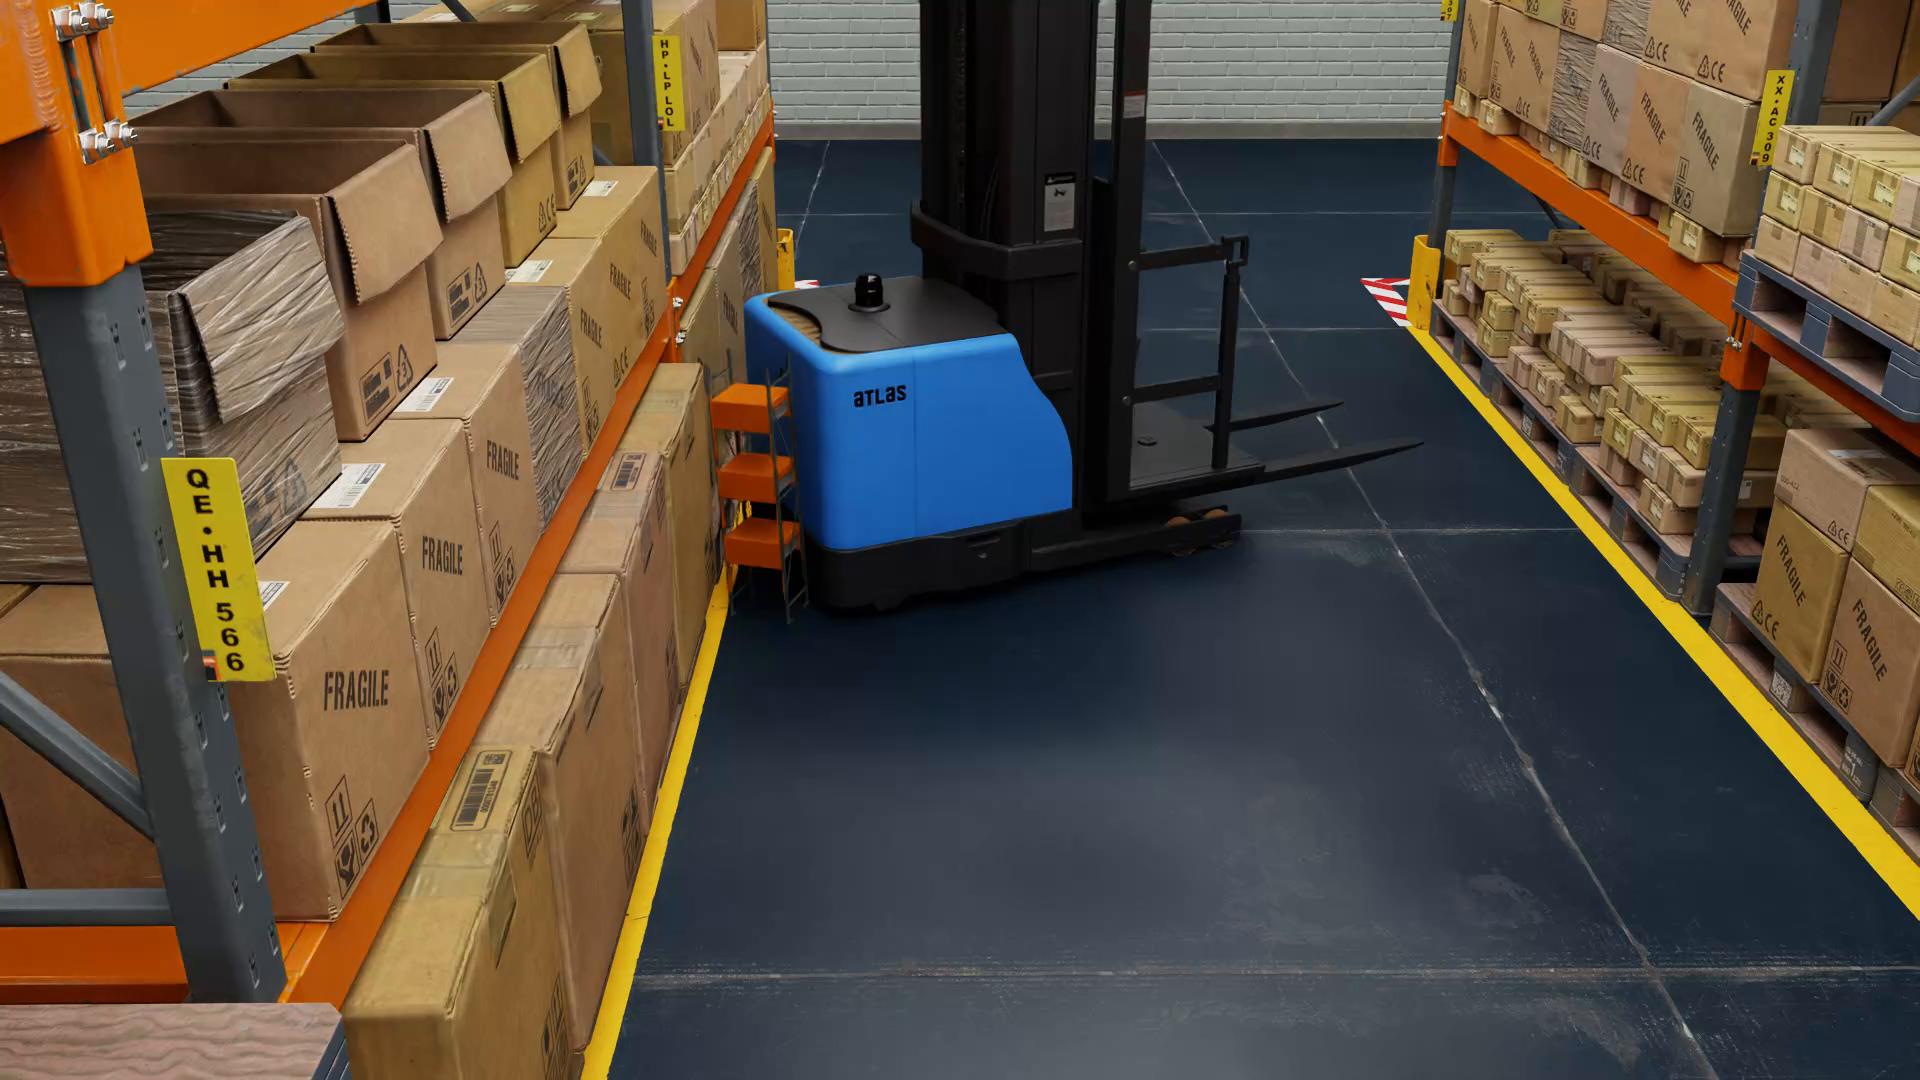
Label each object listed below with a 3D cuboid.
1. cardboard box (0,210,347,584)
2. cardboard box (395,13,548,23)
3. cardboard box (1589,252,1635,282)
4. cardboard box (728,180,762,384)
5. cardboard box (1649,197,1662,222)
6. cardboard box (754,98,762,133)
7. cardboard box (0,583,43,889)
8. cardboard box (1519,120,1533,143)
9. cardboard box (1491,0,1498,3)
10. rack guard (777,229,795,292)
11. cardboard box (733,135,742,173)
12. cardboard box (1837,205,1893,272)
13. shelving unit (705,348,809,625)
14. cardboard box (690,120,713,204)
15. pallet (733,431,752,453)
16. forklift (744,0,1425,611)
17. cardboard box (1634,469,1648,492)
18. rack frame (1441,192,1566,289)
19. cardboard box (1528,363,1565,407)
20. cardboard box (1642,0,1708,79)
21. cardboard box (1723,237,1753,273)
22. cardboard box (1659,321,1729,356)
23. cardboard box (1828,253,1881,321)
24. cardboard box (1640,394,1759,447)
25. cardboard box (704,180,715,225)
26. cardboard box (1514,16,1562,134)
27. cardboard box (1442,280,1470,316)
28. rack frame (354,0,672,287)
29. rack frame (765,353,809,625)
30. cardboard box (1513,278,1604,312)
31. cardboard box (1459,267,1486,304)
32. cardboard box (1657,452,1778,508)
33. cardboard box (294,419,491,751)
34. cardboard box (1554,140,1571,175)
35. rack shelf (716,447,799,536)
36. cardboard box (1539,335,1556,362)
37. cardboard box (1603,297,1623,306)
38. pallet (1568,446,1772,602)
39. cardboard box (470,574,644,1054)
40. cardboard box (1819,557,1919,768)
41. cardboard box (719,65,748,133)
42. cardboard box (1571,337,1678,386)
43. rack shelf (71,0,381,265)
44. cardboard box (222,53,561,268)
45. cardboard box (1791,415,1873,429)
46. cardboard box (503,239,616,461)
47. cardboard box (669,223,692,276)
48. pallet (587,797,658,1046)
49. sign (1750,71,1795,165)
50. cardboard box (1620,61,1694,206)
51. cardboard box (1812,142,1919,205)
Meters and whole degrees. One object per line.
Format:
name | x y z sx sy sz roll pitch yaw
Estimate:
cardboard box | -1.518 -0.263 2.852 0.797 0.503 0.637 1 24 1
cardboard box | -1.842 -1.704 6.289 0.500 0.500 0.500 0 24 1
cardboard box | 3.681 -1.472 9.093 0.380 0.149 0.250 -1 24 -2
cardboard box | -1.517 -1.340 8.642 0.875 0.875 0.875 0 24 -1
cardboard box | 3.164 -1.412 7.037 0.380 0.149 0.250 -1 24 -2
cardboard box | -1.274 -2.284 8.966 0.380 0.149 0.250 0 24 0
cardboard box | -1.780 0.294 2.840 0.500 0.500 0.500 0 24 1
cardboard box | 3.156 -2.164 8.700 0.380 0.149 0.250 1 24 2
cardboard box | 3.087 -3.186 8.959 0.500 0.500 0.500 0 24 -1
rack guard | -1.614 -1.626 10.239 1.175 0.500 0.348 0 24 -1
cardboard box | -1.264 -1.866 8.040 0.380 0.149 0.250 0 24 0
cardboard box | 2.943 -0.922 5.084 0.380 0.149 0.250 0 24 1
shelving unit | -0.773 -0.199 6.402 0.252 1.050 0.215 7 27 18
cardboard box | -1.314 -1.574 6.911 0.500 0.250 0.500 0 24 -1
pallet | -1.516 -0.654 8.440 1.003 0.211 1.213 0 24 -1
forklift | 0.650 -1.450 6.900 3.031 2.935 1.130 -11 27 -23
cardboard box | 3.127 -0.247 7.107 0.380 0.149 0.250 0 24 1
rack frame | 3.344 -2.736 9.659 0.949 2.616 0.053 0 24 -1
cardboard box | 3.063 -0.773 8.270 0.380 0.149 0.250 0 24 -1
cardboard box | 3.104 -2.130 6.623 0.500 0.500 0.500 -1 24 -2
cardboard box | 3.154 -1.090 6.324 0.380 0.149 0.250 -1 24 -1
cardboard box | 3.566 -0.936 7.908 0.380 0.149 0.250 -1 24 -3
cardboard box | 2.943 -0.783 5.136 0.380 0.149 0.250 0 24 0
cardboard box | 3.084 -0.502 6.947 0.380 0.149 0.250 0 24 0
cardboard box | -1.252 -1.441 7.101 0.380 0.149 0.250 -1 24 -2
cardboard box | 3.100 -2.308 8.231 0.500 0.500 0.500 0 24 0
cardboard box | 3.033 -1.411 9.679 0.380 0.149 0.250 0 24 1
rack frame | -1.570 -1.107 6.057 1.000 3.000 0.127 0 24 -1
rack frame | -0.658 -0.186 6.364 0.008 1.050 0.200 7 27 18
cardboard box | 3.090 -1.248 8.598 0.380 0.149 0.250 1 24 2
cardboard box | 3.043 -1.434 9.369 0.380 0.149 0.250 0 24 -1
cardboard box | 3.069 -0.244 6.738 0.380 0.149 0.250 0 24 0
cardboard box | -1.268 0.082 3.308 0.500 0.500 0.500 -1 24 -2
cardboard box | 3.091 -1.844 7.992 0.380 0.149 0.250 1 24 1
rack shelf | -0.773 -0.189 6.406 0.240 0.259 0.215 7 27 18
cardboard box | 3.170 -1.006 8.424 0.380 0.149 0.250 1 24 2
cardboard box | 3.546 -1.222 8.901 0.380 0.149 0.250 -1 24 -1
pallet | 3.348 -0.094 7.201 1.003 0.211 1.213 0 24 -1
cardboard box | -1.515 0.666 4.205 1.225 0.875 0.875 0 24 0
cardboard box | 3.141 0.384 5.285 0.500 0.500 0.500 1 24 2
cardboard box | -1.332 -2.205 8.307 0.500 0.250 0.500 -1 24 -2
cardboard box | 3.054 -0.823 7.657 0.380 0.149 0.250 -1 24 -3
rack shelf | -1.548 -1.322 3.765 1.077 0.370 4.000 0 24 -1
cardboard box | -1.559 -1.063 4.623 0.797 0.503 0.637 0 24 0
cardboard box | 3.594 -0.394 6.709 0.380 0.149 0.250 1 24 2
cardboard box | -1.281 -0.542 4.686 0.500 0.500 0.500 -1 24 -1
cardboard box | -1.241 -1.116 6.382 0.380 0.149 0.250 0 24 0
pallet | -1.470 0.985 4.815 1.003 0.211 1.213 0 24 -1
sign | 2.848 -1.476 5.824 0.100 0.325 0.005 0 24 -1
cardboard box | 3.098 -1.681 6.844 0.500 0.500 0.500 -1 24 -2
cardboard box | 2.944 -1.156 5.240 0.380 0.149 0.250 0 24 1
